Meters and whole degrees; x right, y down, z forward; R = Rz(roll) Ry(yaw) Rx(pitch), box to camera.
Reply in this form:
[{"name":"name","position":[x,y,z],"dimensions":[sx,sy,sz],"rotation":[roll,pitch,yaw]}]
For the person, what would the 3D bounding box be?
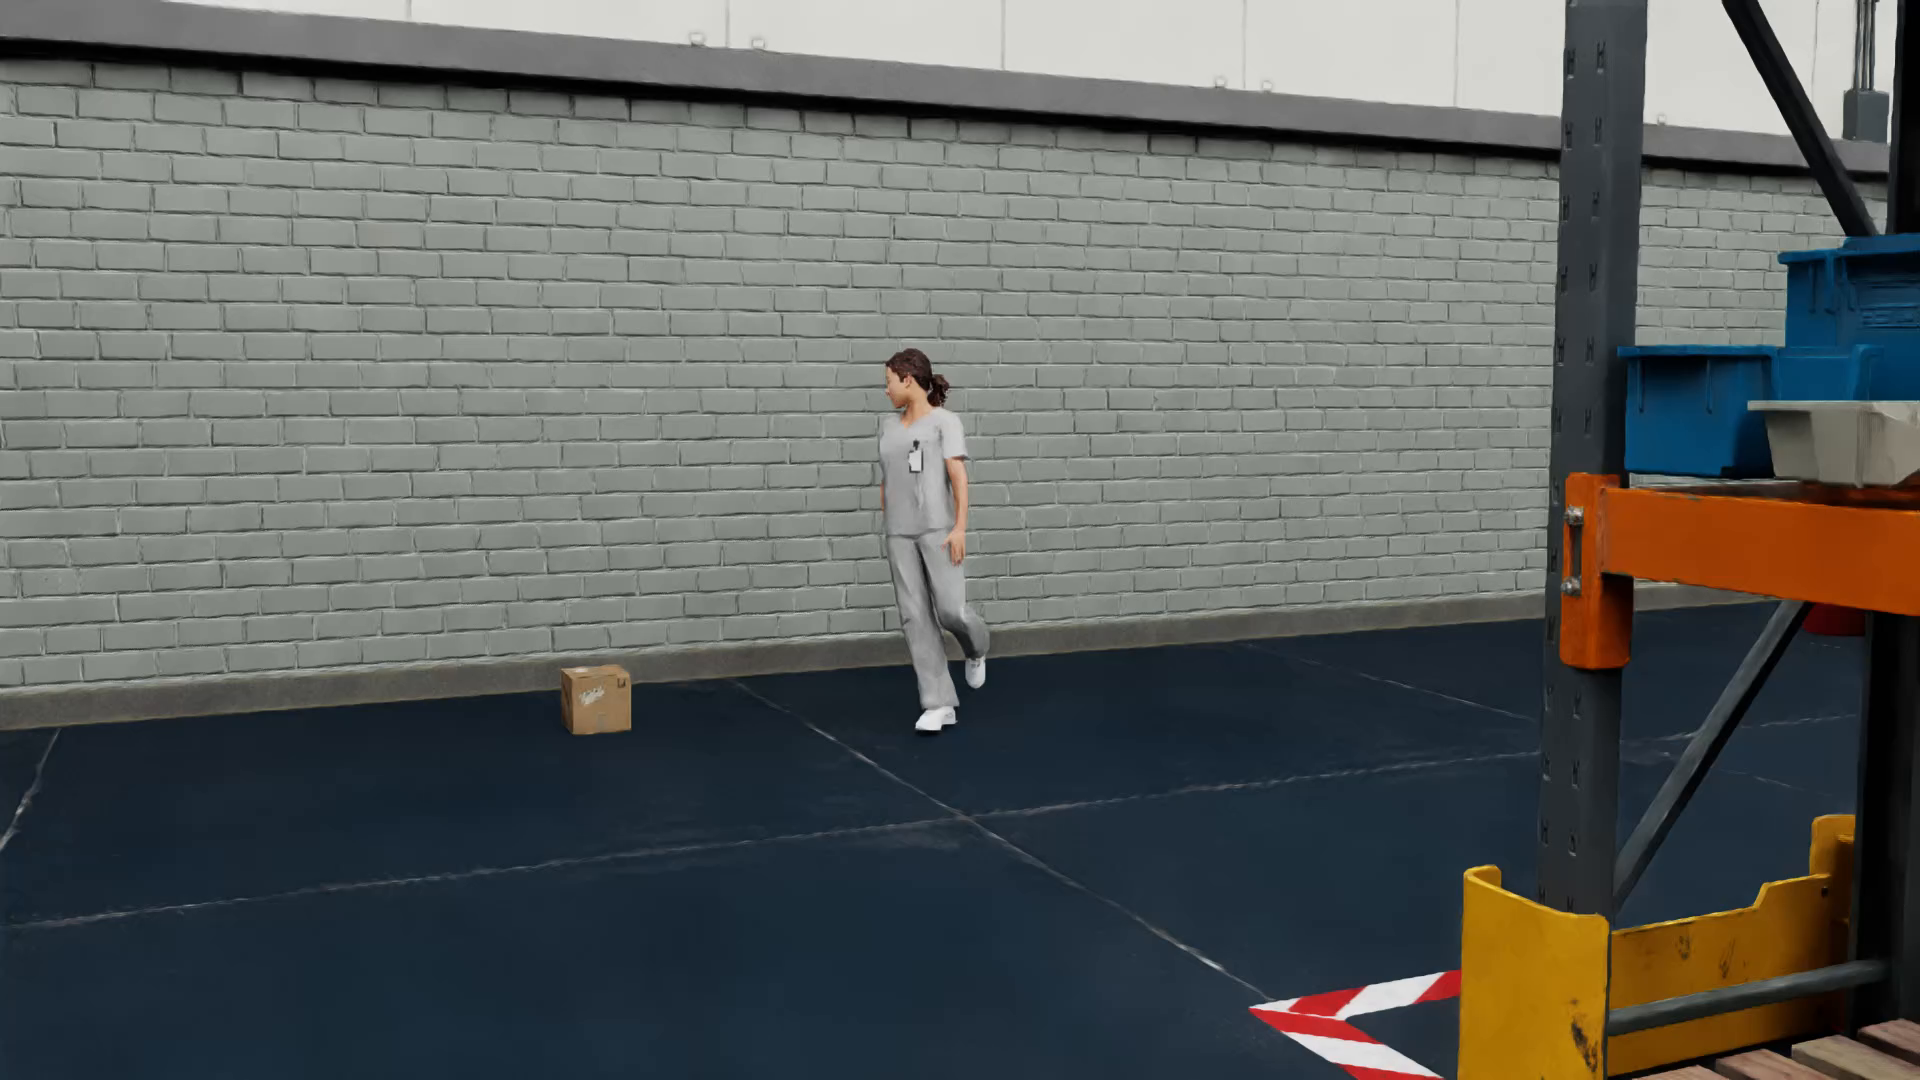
[{"name":"person","position":[-0.150,-0.024,7.330],"dimensions":[0.518,1.639,0.705],"rotation":[3,6,25]}]
